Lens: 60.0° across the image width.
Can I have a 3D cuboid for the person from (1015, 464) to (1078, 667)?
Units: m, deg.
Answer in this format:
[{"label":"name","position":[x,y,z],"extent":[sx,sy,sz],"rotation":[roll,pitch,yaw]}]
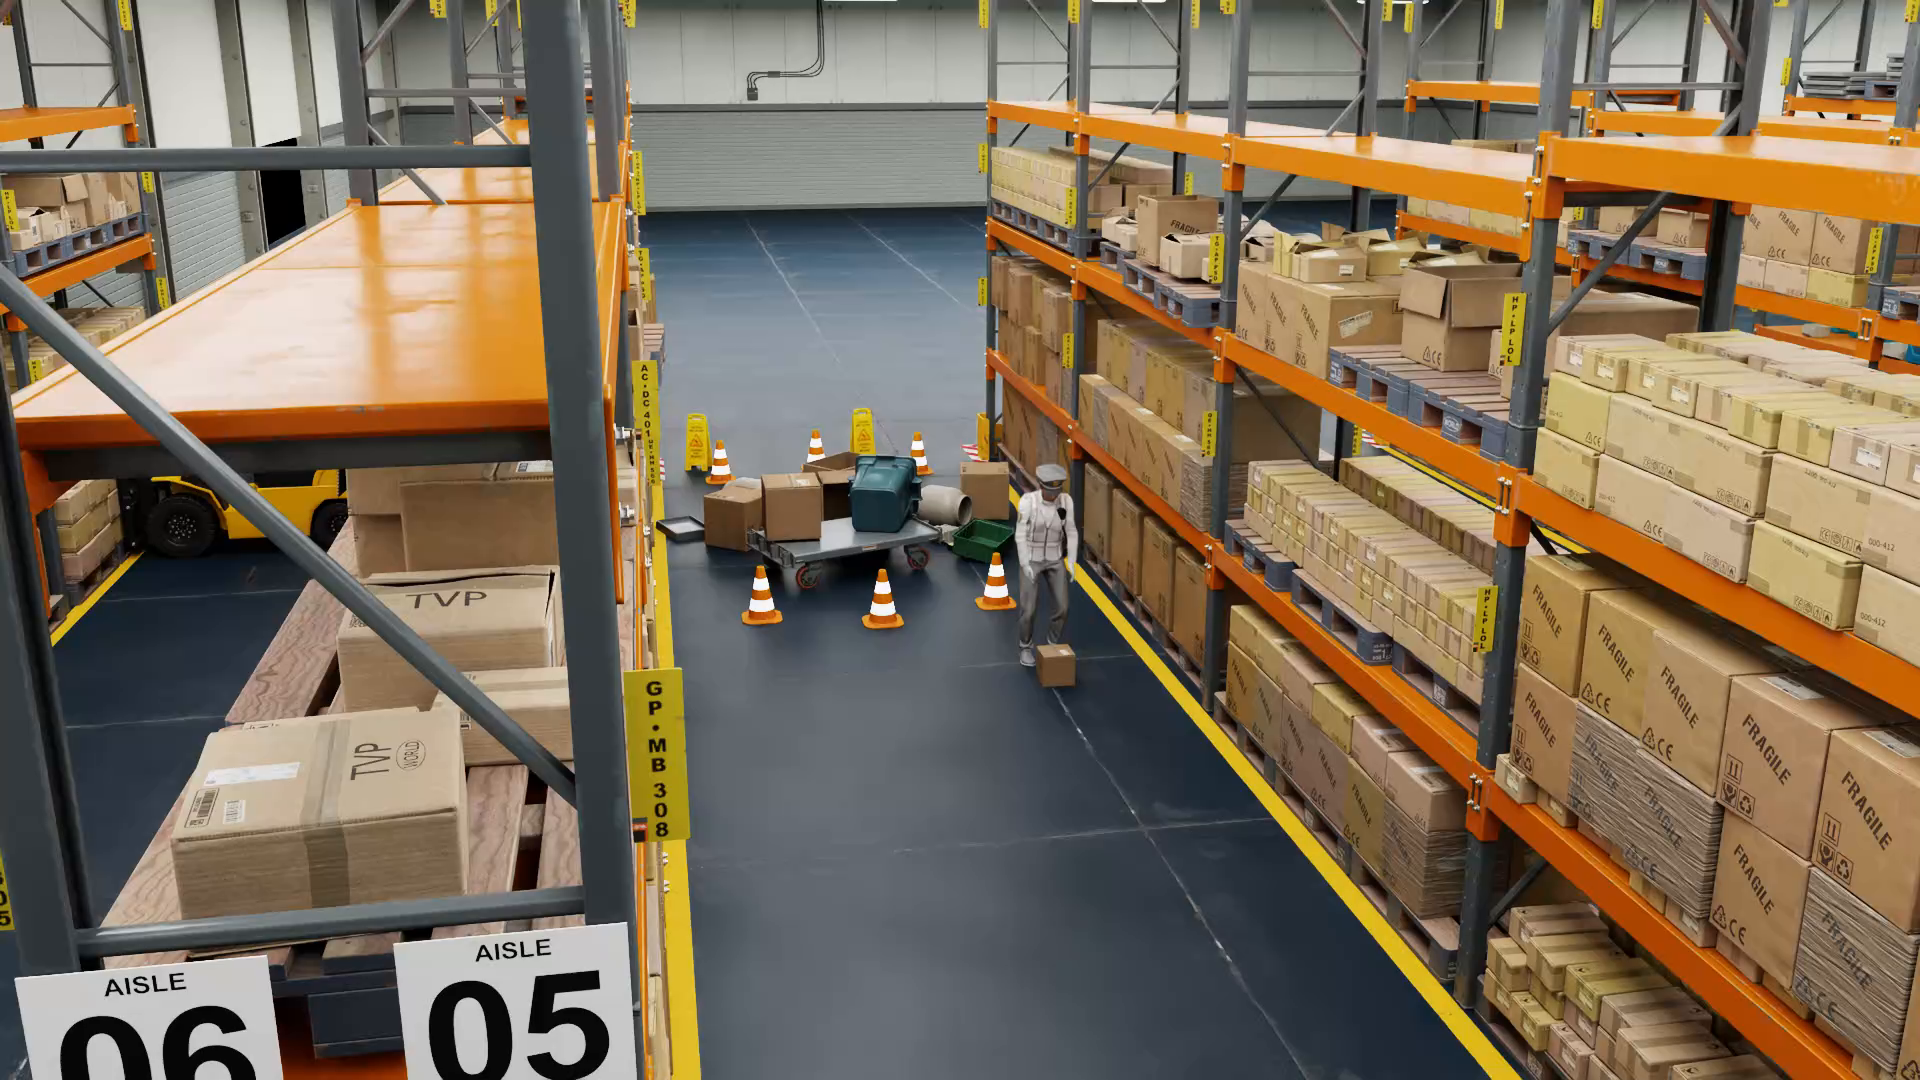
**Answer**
[{"label":"person","position":[0.679,0.190,13.004],"extent":[0.504,1.616,0.465],"rotation":[-3,17,-10]}]
